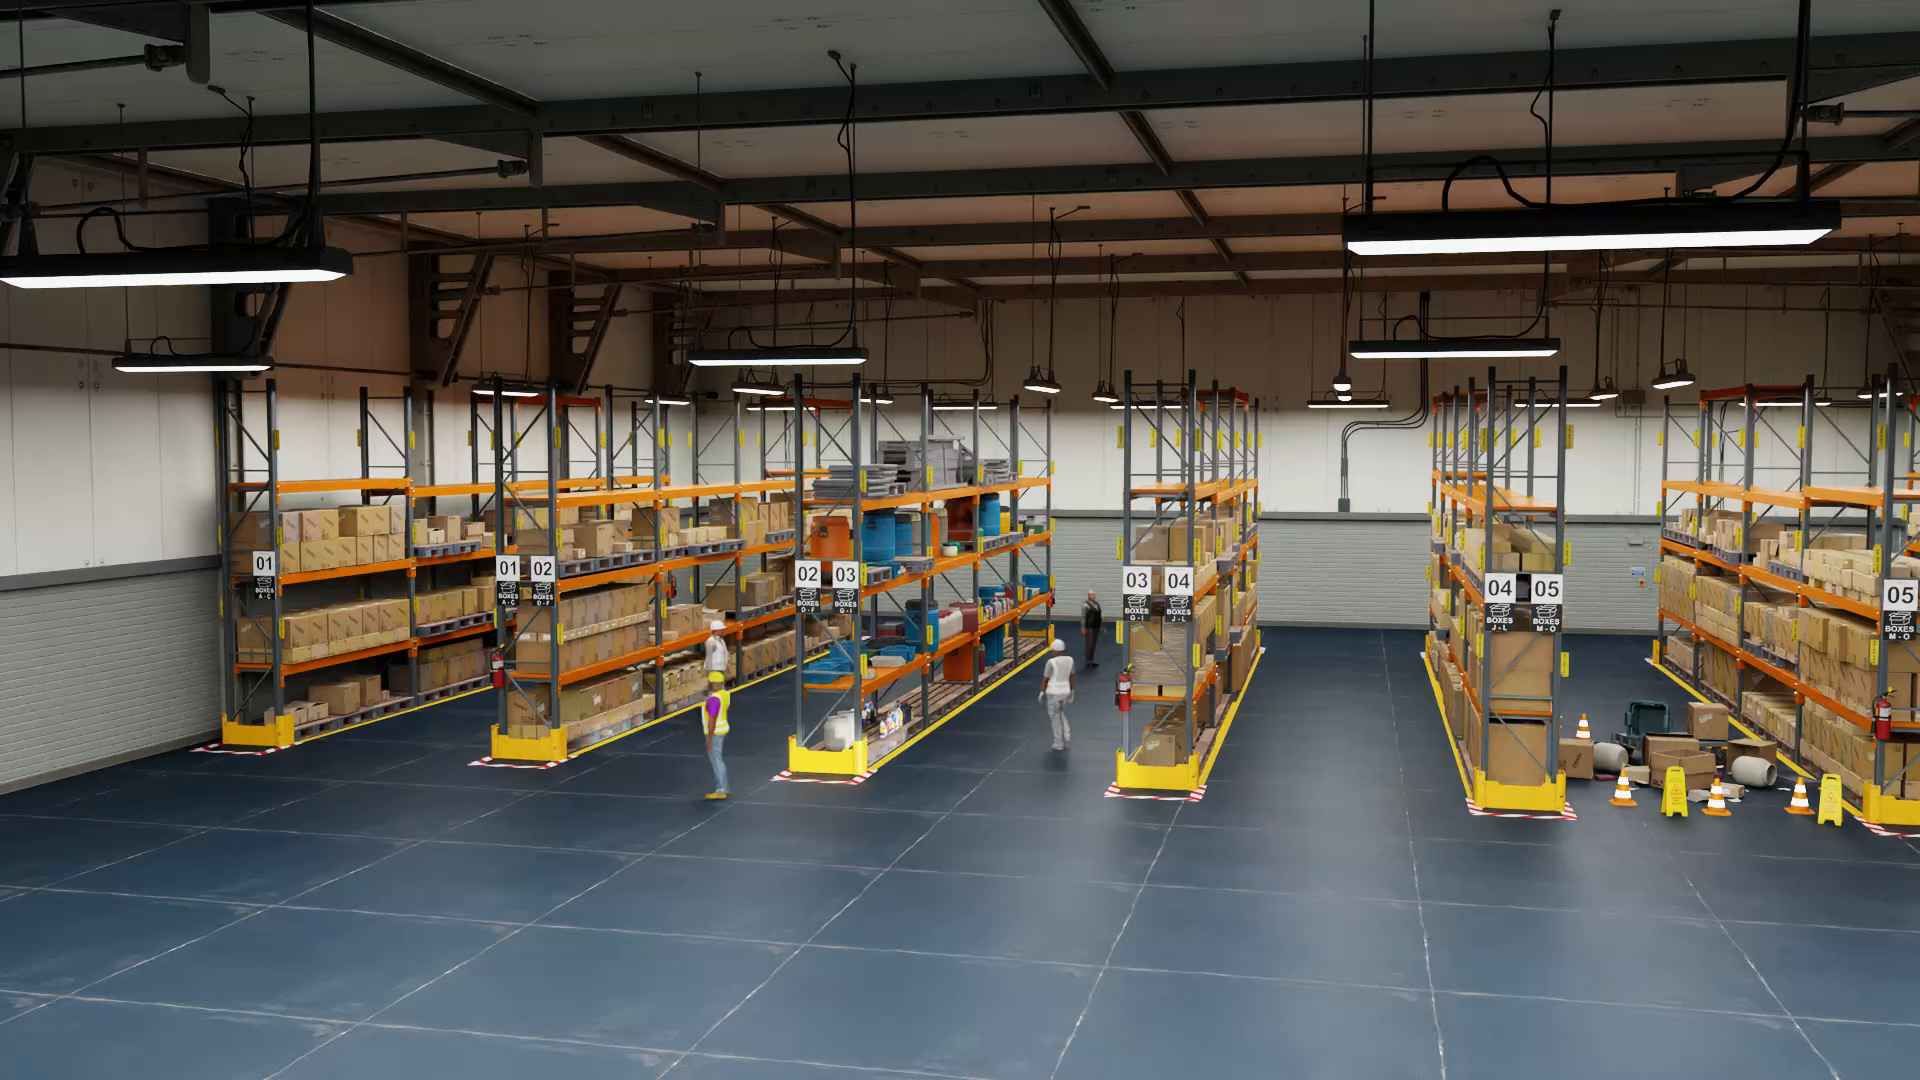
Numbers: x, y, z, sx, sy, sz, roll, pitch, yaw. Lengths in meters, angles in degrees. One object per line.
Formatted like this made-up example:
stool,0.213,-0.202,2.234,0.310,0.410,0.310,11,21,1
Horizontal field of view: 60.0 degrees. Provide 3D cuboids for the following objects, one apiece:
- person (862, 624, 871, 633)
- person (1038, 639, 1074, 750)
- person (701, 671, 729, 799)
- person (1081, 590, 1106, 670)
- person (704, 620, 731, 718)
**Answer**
person,-2.806,1.537,42.881,0.996,1.728,0.671,1,3,9
person,1.556,2.450,26.881,0.566,1.716,0.428,-2,4,-33
person,-3.409,2.728,23.211,0.366,1.793,0.672,0,3,5
person,2.901,1.964,36.508,0.423,1.748,0.587,3,5,43
person,-4.367,2.327,29.804,0.403,1.790,0.570,1,4,19
